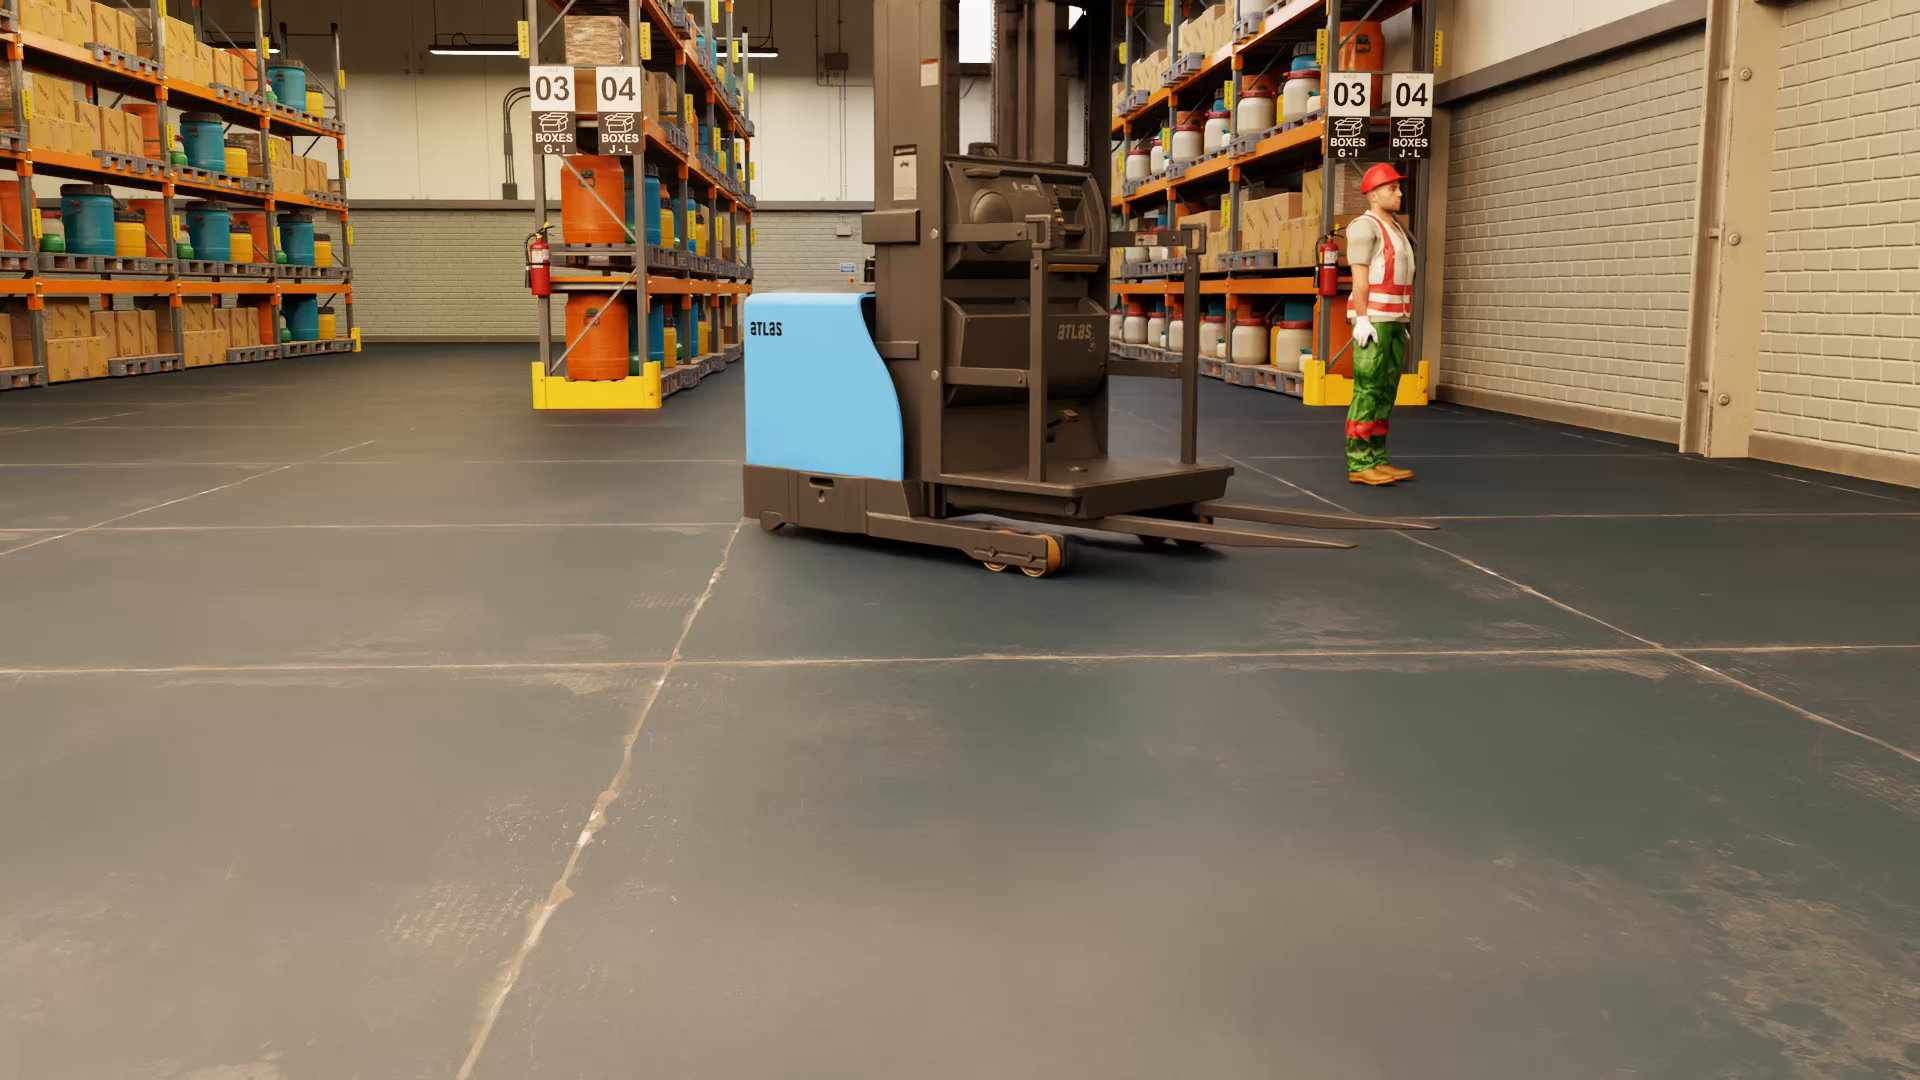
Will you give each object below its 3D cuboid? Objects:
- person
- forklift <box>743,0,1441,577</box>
[{"bbox_3d":[2.412,-1.226,9.471,0.369,1.795,0.528,6,10,36],"label":"person"},{"bbox_3d":[0.438,-1.394,6.717,3.031,2.935,1.130,8,11,42],"label":"forklift"}]
